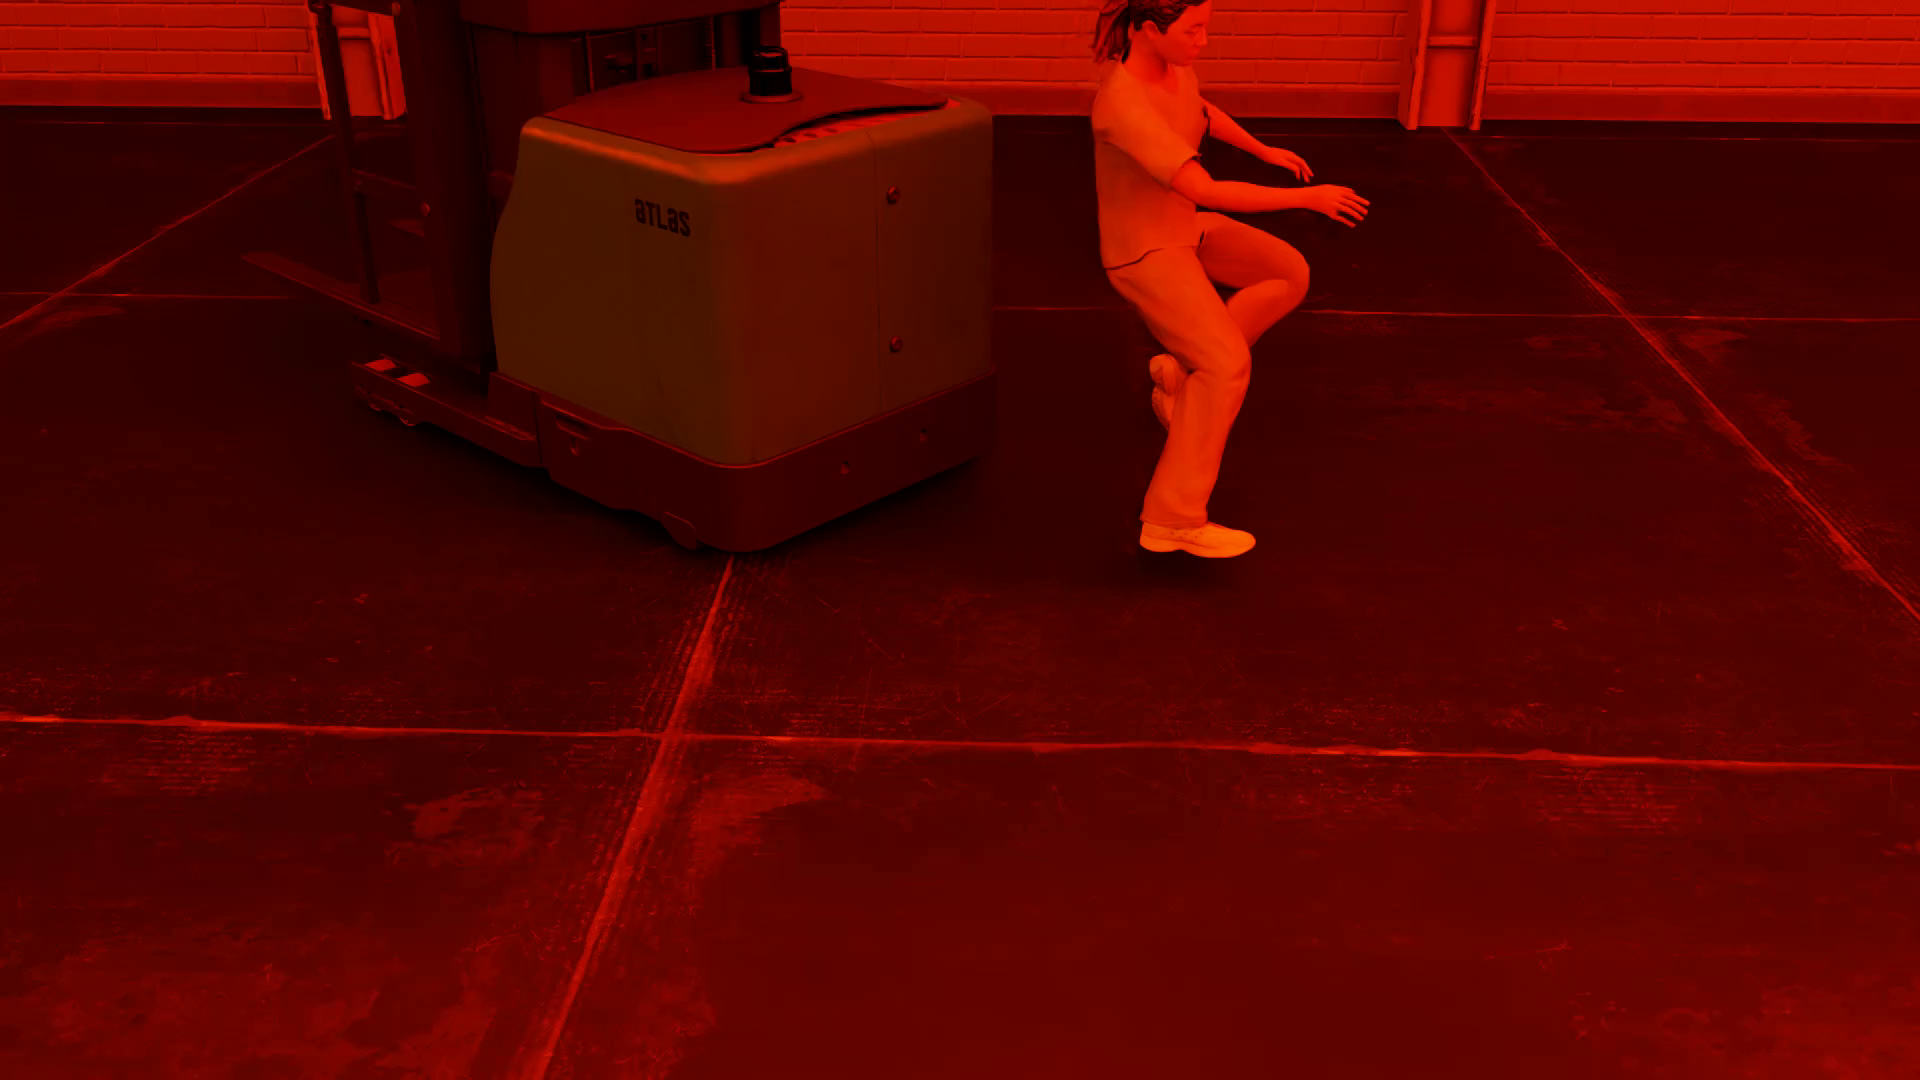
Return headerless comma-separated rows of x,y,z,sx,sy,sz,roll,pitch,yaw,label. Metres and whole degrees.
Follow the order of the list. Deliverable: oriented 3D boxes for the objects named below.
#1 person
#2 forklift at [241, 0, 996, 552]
0.694,-0.770,4.348,0.761,1.455,0.818,9,28,18,person
-1.321,-1.822,4.903,3.031,2.935,1.130,22,34,37,forklift
